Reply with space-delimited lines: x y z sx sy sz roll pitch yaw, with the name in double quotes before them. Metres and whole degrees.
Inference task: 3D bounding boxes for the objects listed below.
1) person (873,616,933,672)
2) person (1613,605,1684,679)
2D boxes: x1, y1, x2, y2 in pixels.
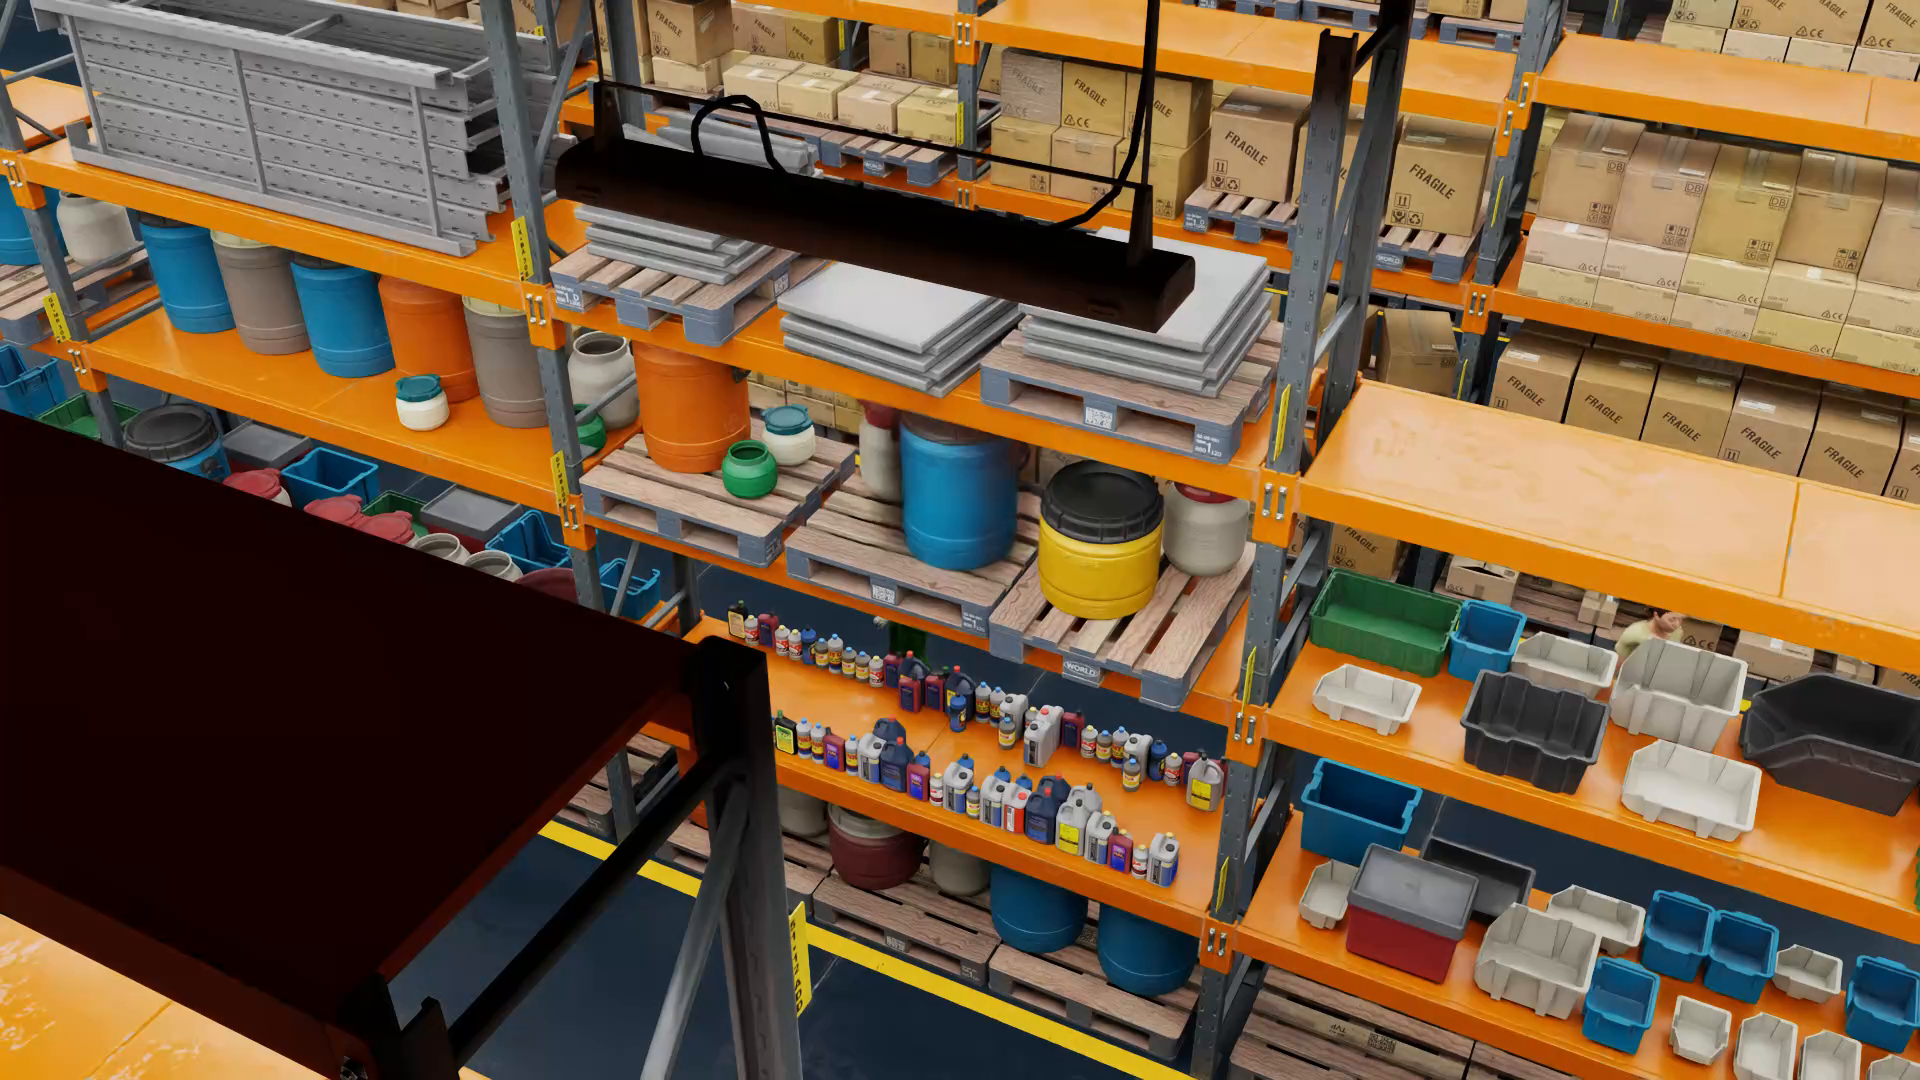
"person" -0.428 0.454 11.688 0.670 1.805 0.563 8 36 11
"person" 4.454 0.992 11.004 0.474 1.673 0.473 -8 36 -11
